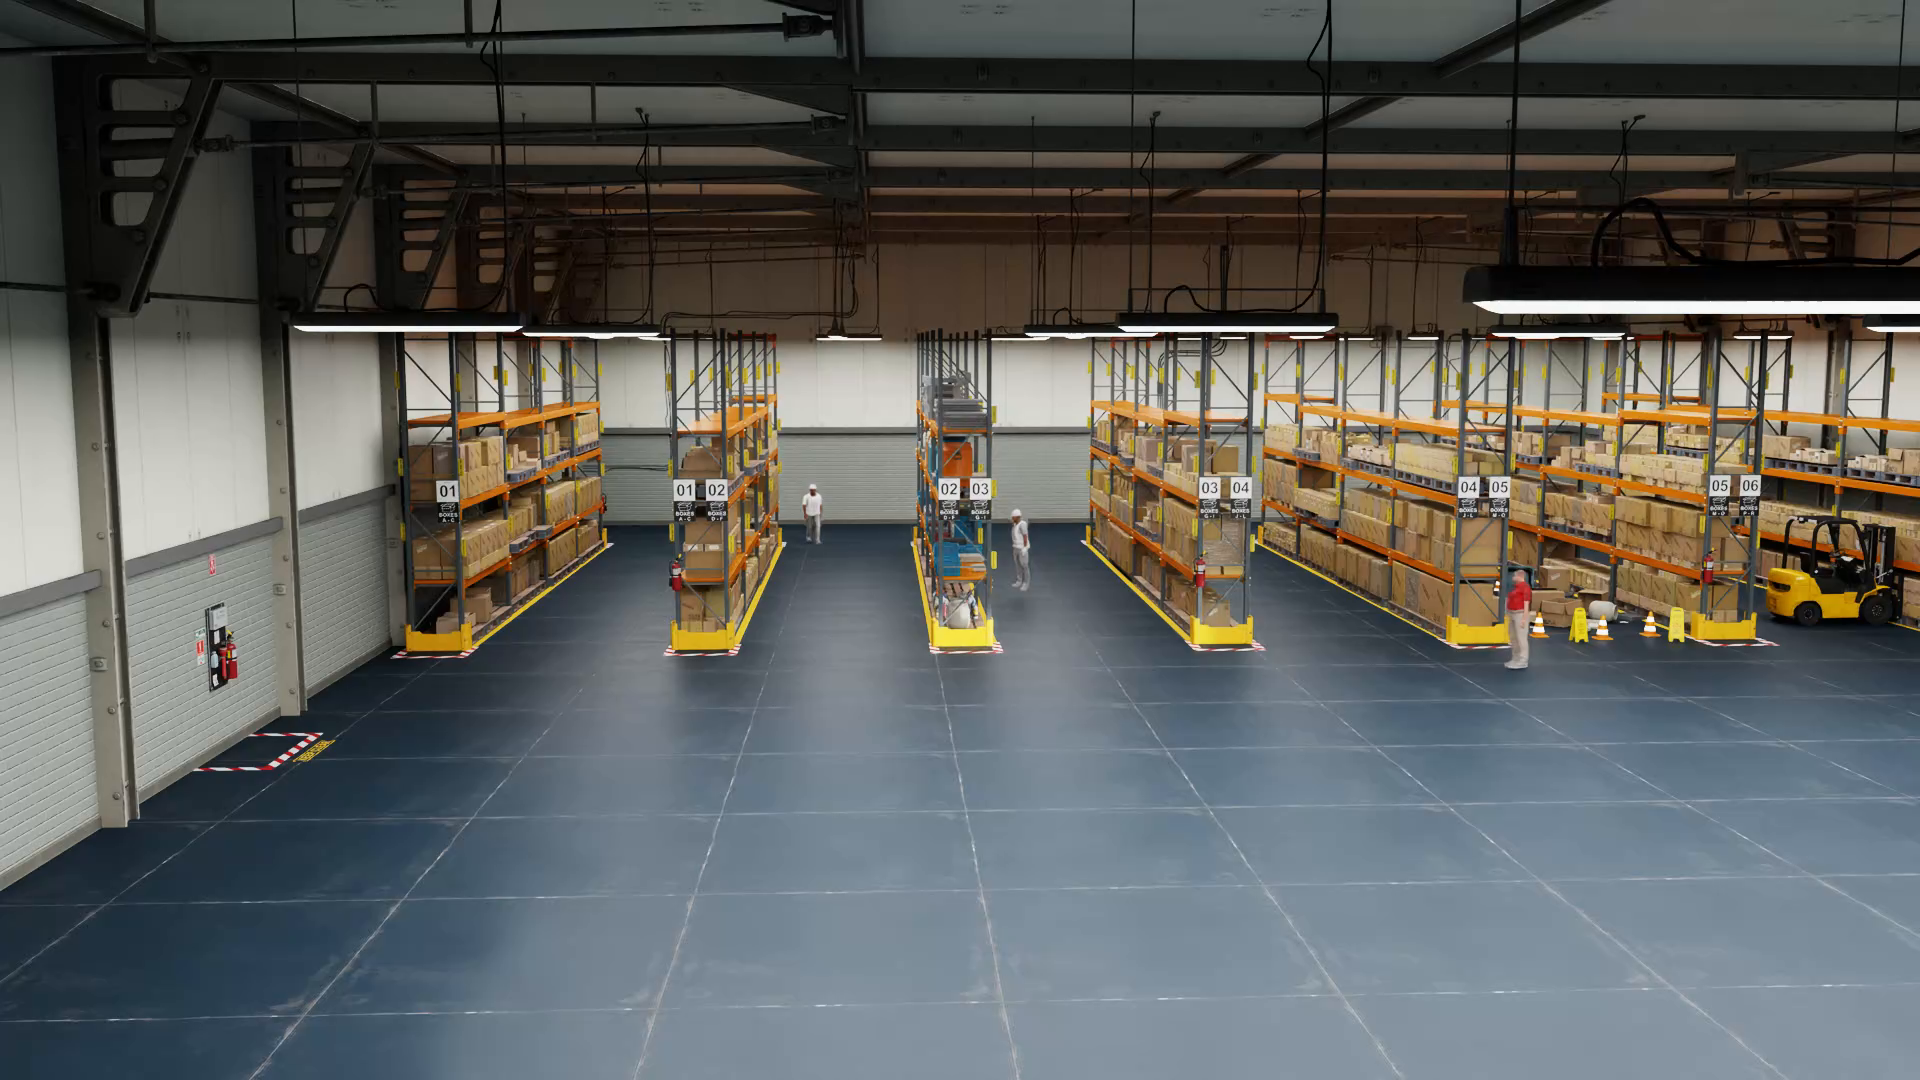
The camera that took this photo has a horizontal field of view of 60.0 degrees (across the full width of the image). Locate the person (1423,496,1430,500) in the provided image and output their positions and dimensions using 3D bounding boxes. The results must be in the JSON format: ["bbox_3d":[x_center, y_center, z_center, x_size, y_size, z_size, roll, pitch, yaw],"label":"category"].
[{"bbox_3d":[14.302,-1.067,50.533,0.536,1.657,0.450,-2,7,-17],"label":"person"}]

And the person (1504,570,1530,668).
[{"bbox_3d":[9.871,1.399,29.529,0.485,1.742,0.591,-3,7,-22],"label":"person"}]

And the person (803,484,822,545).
[{"bbox_3d":[-4.198,-0.733,47.567,0.592,1.732,0.994,-2,7,-15],"label":"person"}]

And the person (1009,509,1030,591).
[{"bbox_3d":[1.359,0.213,37.502,0.418,1.811,0.577,-4,8,-33],"label":"person"}]
